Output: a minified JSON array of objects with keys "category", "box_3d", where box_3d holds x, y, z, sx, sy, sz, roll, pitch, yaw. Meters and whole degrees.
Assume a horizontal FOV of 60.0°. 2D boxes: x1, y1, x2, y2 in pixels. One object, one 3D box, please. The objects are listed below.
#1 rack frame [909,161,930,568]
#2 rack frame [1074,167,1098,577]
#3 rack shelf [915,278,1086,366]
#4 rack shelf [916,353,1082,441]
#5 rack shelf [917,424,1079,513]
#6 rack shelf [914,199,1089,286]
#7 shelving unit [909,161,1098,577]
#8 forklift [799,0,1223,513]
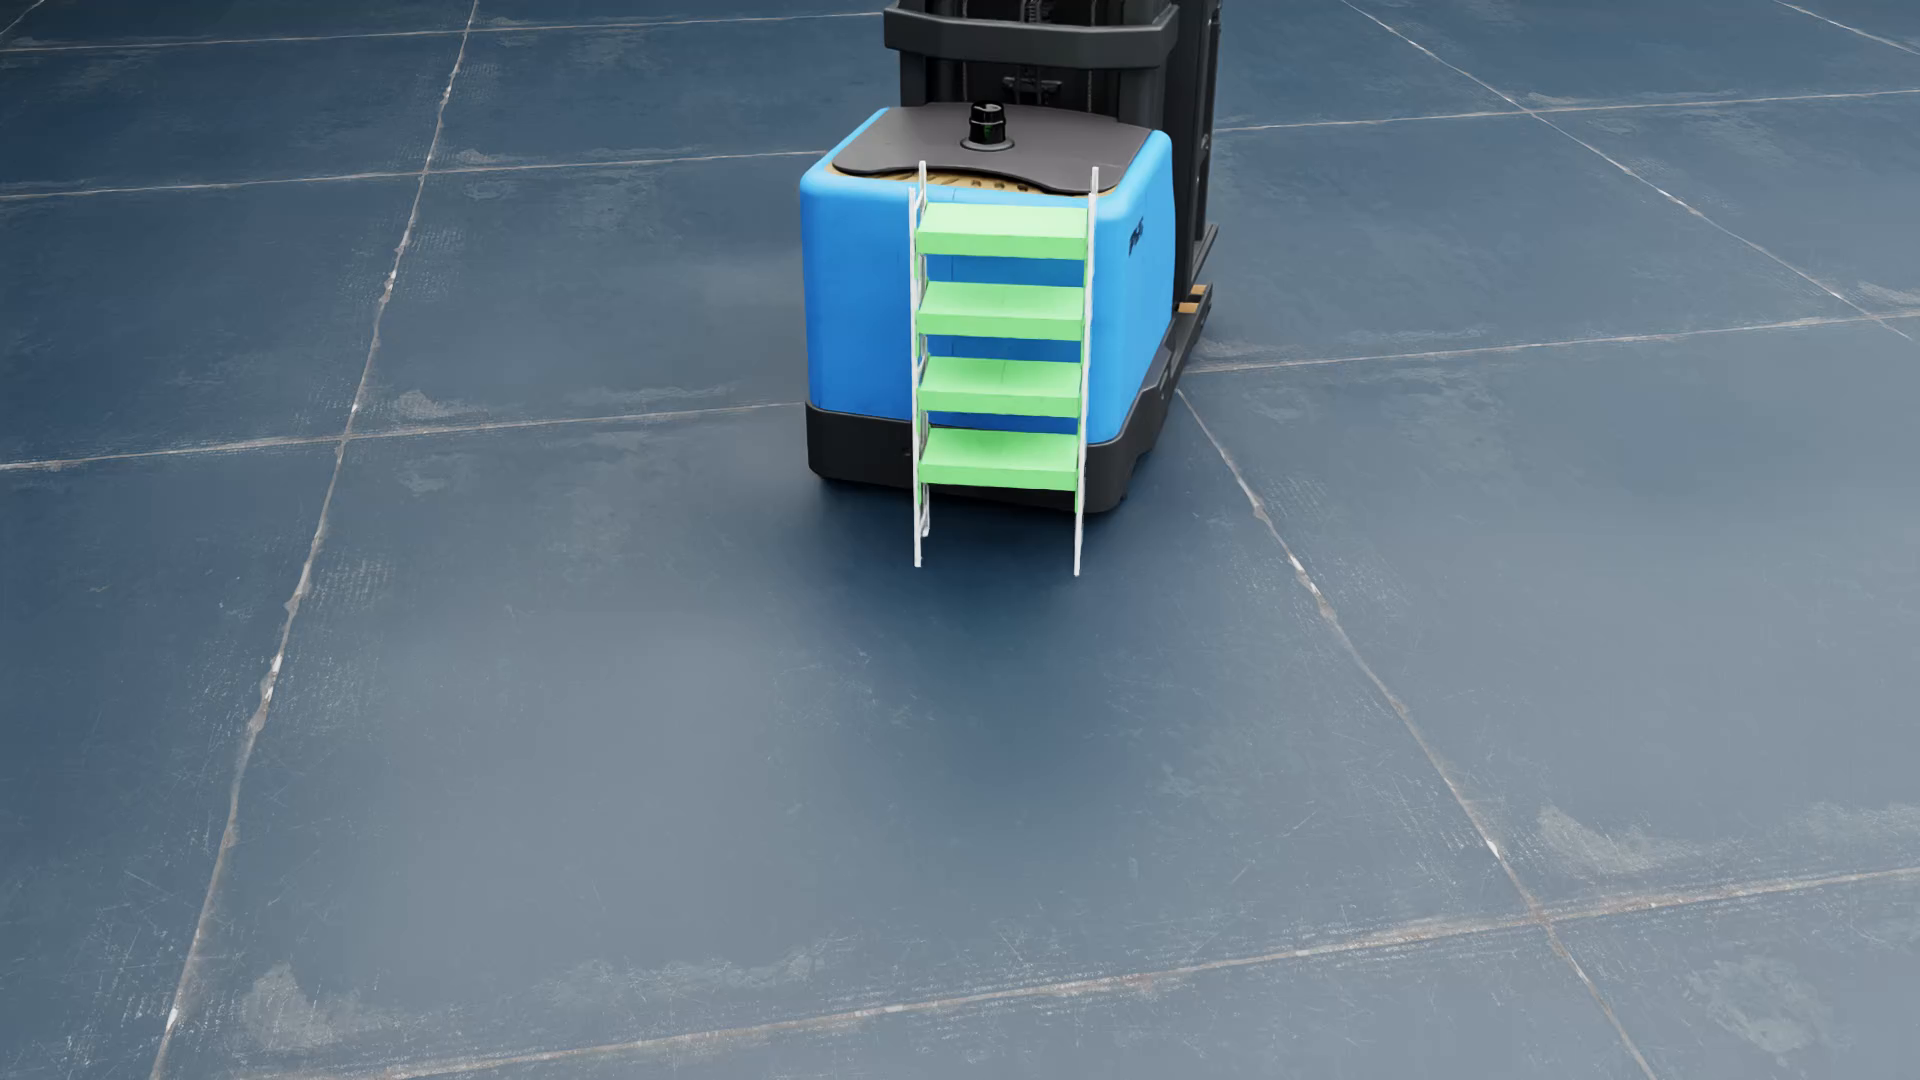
[{"category":"rack frame","box_3d":[-0.118,-0.494,4.906,0.015,1.200,0.240,3,31,5]},{"category":"rack frame","box_3d":[0.367,-0.467,4.860,0.015,1.200,0.240,3,31,5]},{"category":"rack shelf","box_3d":[0.125,-0.632,4.793,0.480,0.148,0.258,3,31,5]},{"category":"rack shelf","box_3d":[0.125,-0.425,4.915,0.480,0.148,0.258,3,31,5]},{"category":"rack shelf","box_3d":[0.125,-0.218,5.037,0.480,0.148,0.258,3,31,5]},{"category":"rack shelf","box_3d":[0.125,-0.839,4.672,0.480,0.148,0.258,3,31,5]},{"category":"shelving unit","box_3d":[0.125,-0.480,4.883,0.503,1.200,0.258,3,31,5]},{"category":"forklift","box_3d":[0.394,-2.083,5.901,1.130,2.935,3.031,8,31,14]}]
